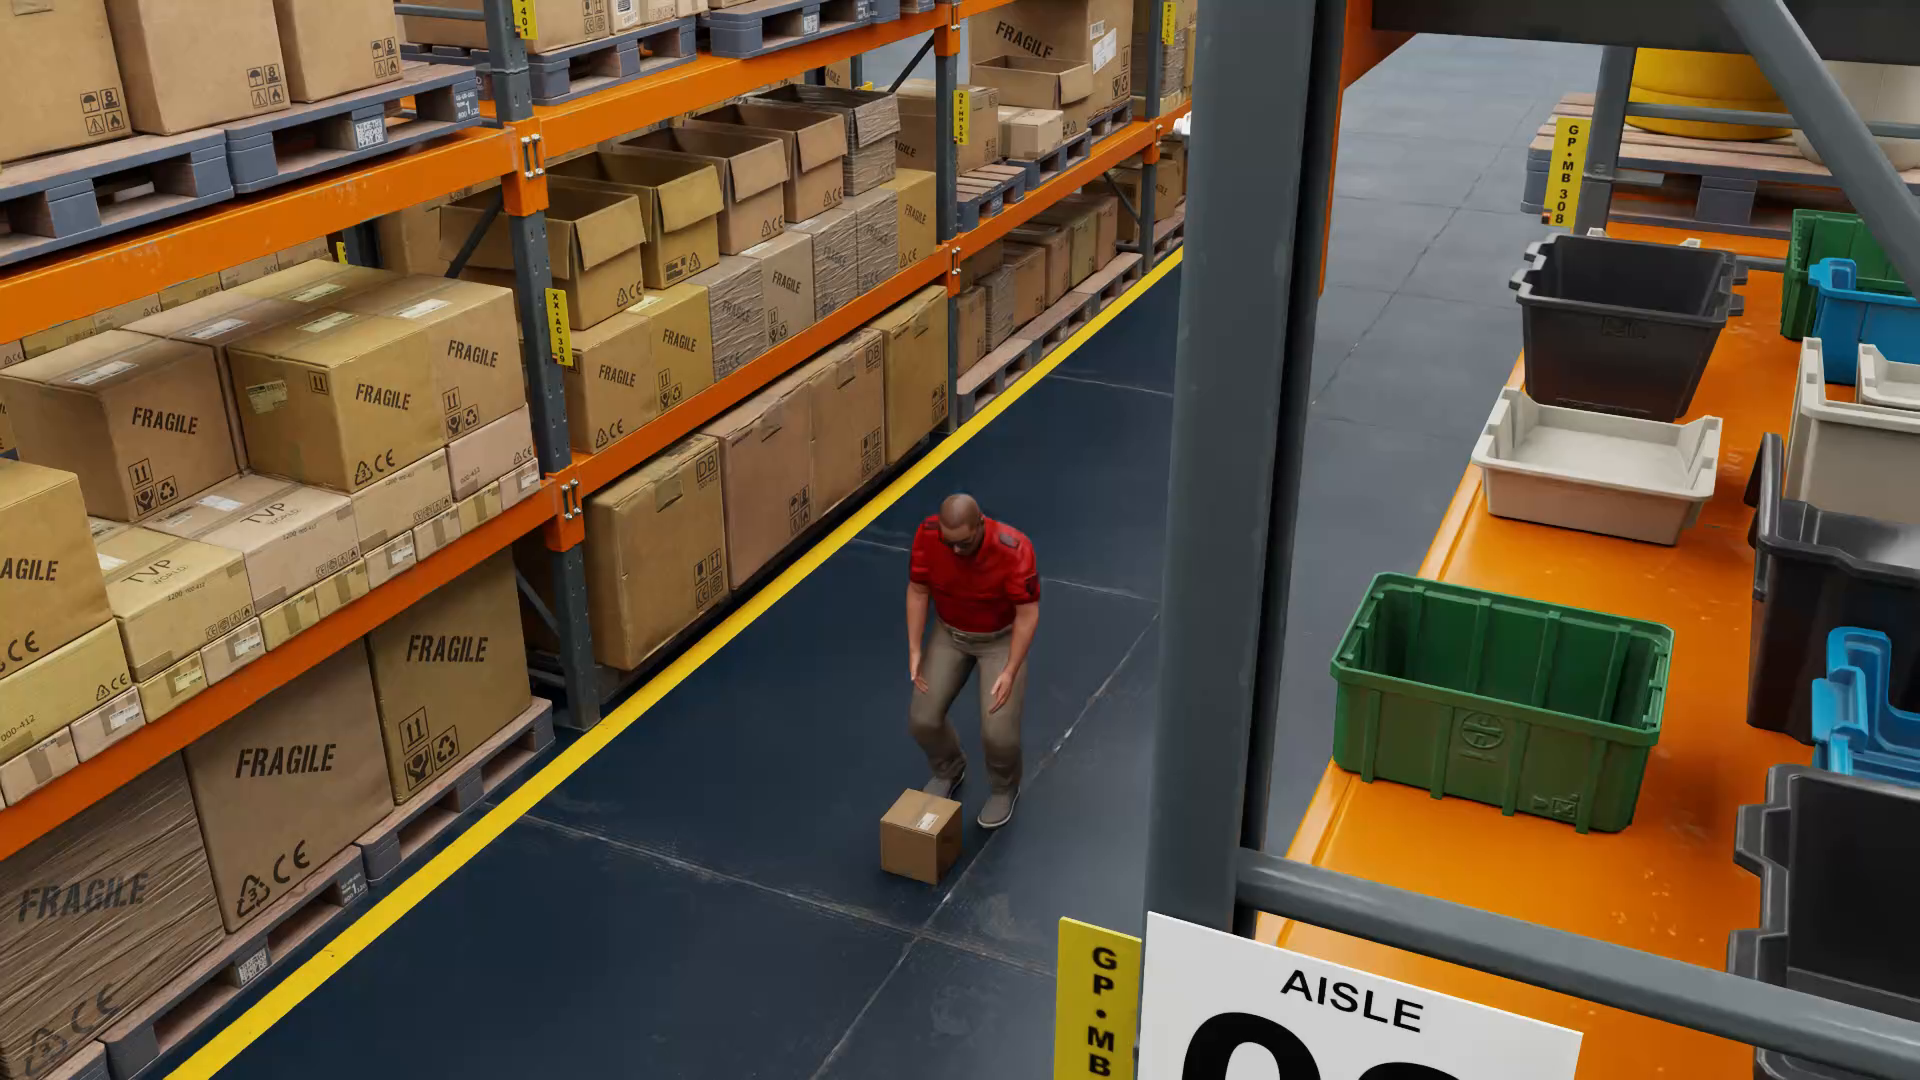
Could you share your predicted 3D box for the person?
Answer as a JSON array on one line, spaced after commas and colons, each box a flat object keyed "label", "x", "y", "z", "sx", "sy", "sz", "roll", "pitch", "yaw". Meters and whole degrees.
[{"label": "person", "x": 0.072, "y": 0.456, "z": 6.896, "sx": 0.581, "sy": 1.566, "sz": 0.574, "roll": 12, "pitch": 28, "yaw": 23}]
